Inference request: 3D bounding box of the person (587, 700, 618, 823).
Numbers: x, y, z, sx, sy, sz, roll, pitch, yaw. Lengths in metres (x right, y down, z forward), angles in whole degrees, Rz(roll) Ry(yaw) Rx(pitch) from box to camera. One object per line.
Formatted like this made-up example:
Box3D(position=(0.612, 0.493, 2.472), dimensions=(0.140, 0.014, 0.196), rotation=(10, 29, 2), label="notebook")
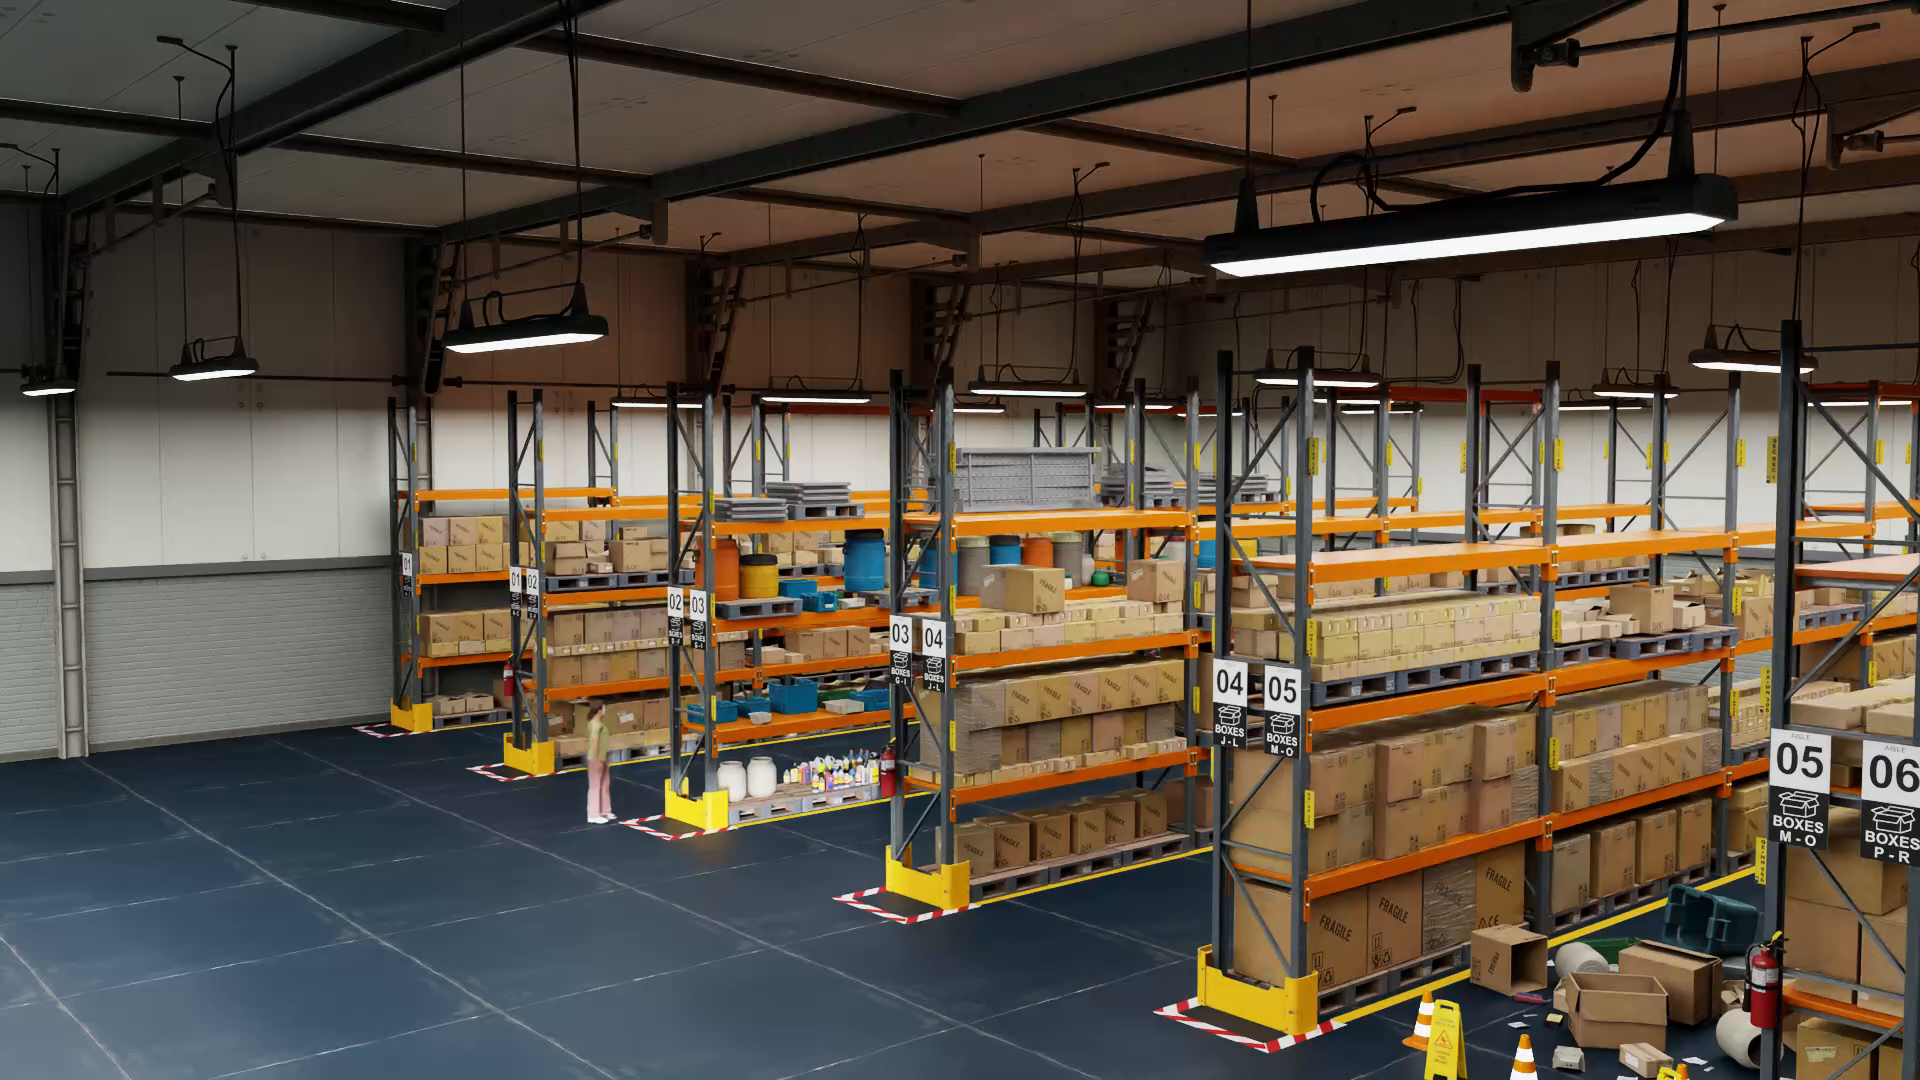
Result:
Box3D(position=(-4.890, 3.030, 22.679), dimensions=(0.411, 1.701, 0.553), rotation=(0, 3, -7), label="person")
